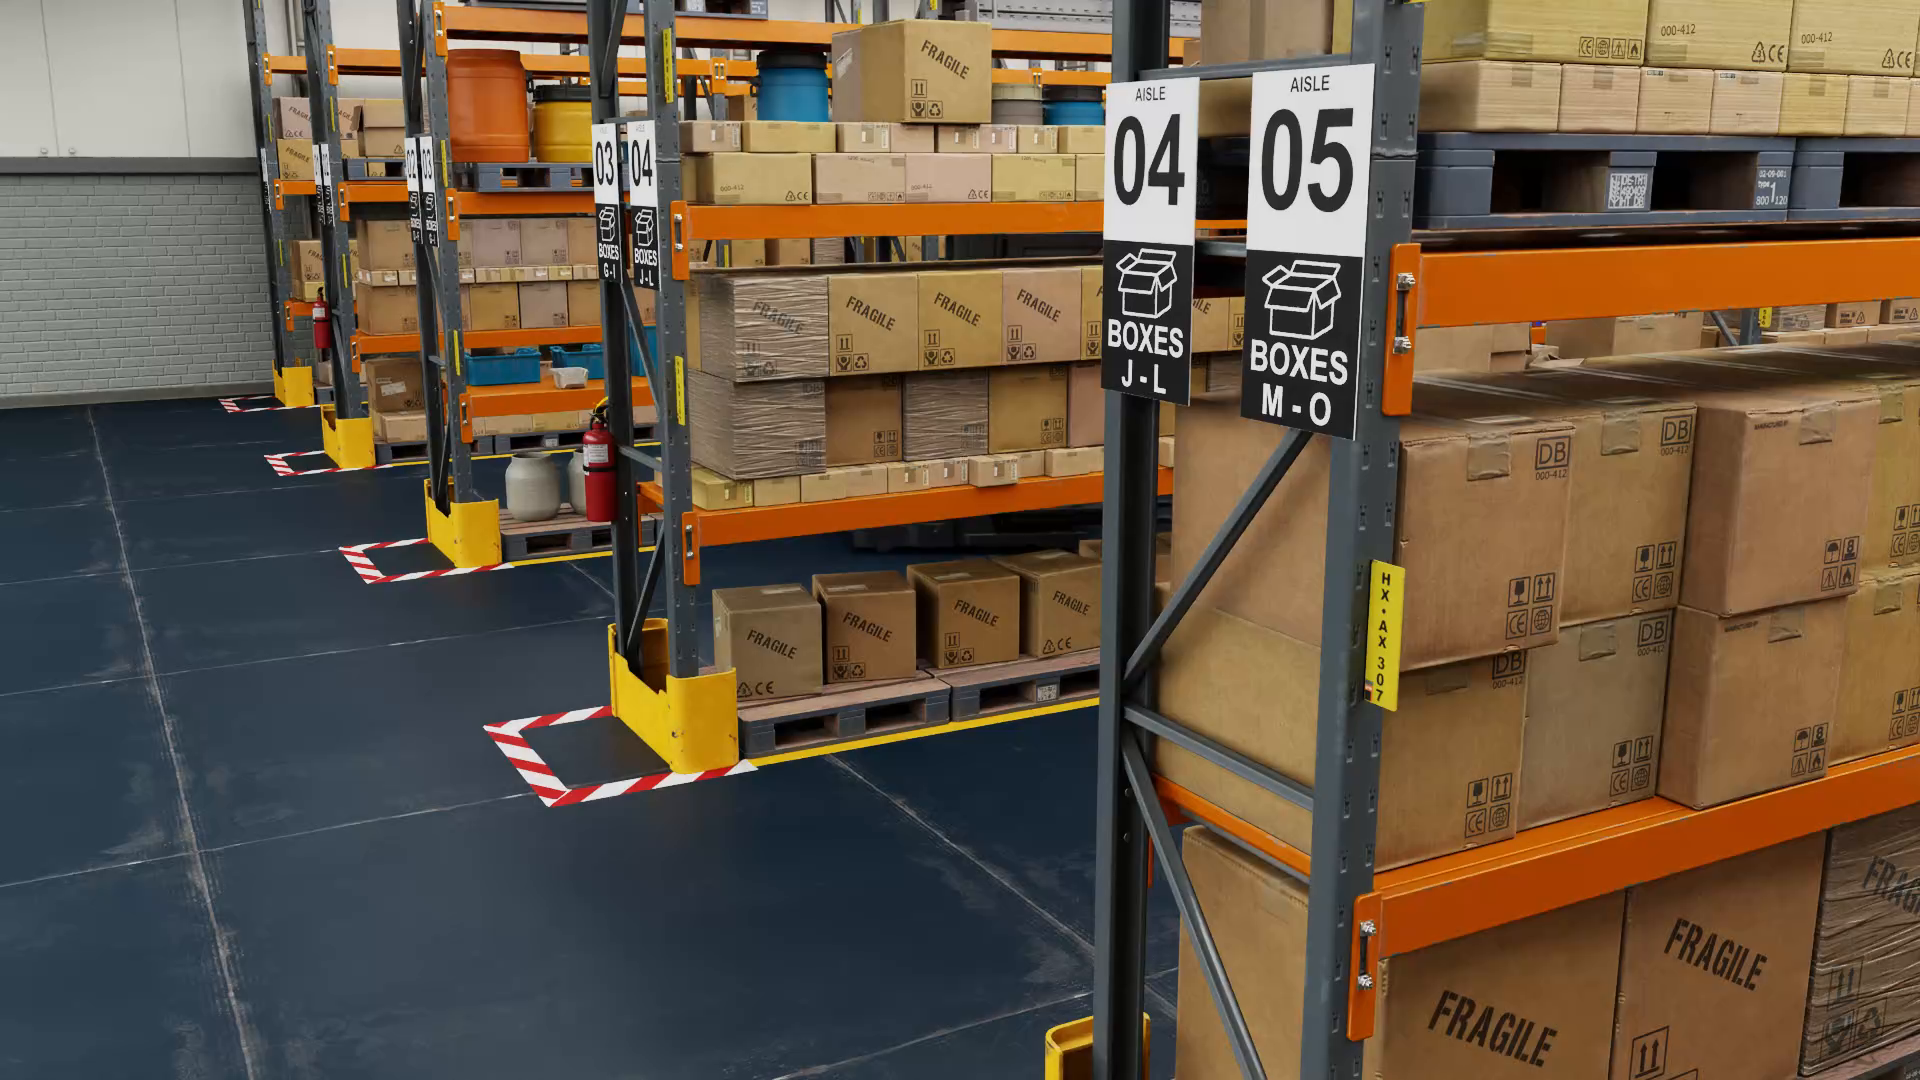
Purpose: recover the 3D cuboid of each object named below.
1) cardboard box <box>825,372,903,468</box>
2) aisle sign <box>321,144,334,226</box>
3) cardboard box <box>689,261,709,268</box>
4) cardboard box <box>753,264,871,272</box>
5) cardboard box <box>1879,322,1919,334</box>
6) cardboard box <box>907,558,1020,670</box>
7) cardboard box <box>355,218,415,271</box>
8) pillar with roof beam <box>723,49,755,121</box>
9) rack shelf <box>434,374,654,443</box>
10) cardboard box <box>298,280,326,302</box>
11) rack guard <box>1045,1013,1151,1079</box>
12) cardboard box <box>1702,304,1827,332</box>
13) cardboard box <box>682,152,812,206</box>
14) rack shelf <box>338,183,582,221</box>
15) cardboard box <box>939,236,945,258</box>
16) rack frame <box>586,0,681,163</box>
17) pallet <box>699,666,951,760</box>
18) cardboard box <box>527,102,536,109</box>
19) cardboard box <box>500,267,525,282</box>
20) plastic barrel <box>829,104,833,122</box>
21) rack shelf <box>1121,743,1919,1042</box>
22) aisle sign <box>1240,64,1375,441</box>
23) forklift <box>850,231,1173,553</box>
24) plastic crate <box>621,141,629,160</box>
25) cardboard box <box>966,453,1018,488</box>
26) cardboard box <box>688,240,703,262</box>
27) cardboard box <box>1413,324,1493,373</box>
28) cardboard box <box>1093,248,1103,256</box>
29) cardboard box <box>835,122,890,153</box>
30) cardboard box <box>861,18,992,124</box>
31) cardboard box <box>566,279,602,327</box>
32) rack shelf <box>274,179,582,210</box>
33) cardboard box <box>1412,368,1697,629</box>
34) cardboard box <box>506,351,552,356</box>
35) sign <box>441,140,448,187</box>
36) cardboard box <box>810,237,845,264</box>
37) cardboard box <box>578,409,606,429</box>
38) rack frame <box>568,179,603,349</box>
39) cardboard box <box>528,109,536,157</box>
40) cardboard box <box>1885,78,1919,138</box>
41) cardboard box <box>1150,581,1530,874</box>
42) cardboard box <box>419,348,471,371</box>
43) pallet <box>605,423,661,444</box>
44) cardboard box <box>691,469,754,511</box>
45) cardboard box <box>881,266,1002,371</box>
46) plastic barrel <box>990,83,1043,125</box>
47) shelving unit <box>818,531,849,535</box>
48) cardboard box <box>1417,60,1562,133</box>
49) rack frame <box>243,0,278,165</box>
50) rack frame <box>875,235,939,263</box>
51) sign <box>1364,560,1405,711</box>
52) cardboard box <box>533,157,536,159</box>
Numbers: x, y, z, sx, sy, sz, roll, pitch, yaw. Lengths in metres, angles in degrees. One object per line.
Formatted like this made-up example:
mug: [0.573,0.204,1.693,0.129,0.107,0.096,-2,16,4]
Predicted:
cardboard box: [-0.731,-0.724,9.088,0.500,0.500,0.875,-7,14,-28]
aisle sign: [-6.263,-3.513,16.467,0.004,0.787,0.394,-7,14,-28]
cardboard box: [-2.977,-3.027,18.523,0.250,0.149,0.380,-7,14,-28]
cardboard box: [-0.808,-1.242,9.115,0.500,0.500,0.500,-7,14,-28]
cardboard box: [7.310,-1.452,13.002,0.500,0.500,0.500,-7,14,-28]
cardboard box: [0.015,0.419,9.652,0.500,0.500,0.500,-5,14,-23]
cardboard box: [-5.889,-3.045,17.124,0.500,0.500,0.700,-7,14,-28]
pillar with roof beam: [-1.199,-6.234,20.814,0.400,9.000,9.100,-7,14,-28]
rack shelf: [-2.226,-1.215,13.816,4.000,0.370,1.077,-7,14,-28]
cardboard box: [-8.148,-3.192,21.257,0.500,0.250,0.500,-7,15,-29]
rack guard: [0.658,1.787,4.530,0.348,0.500,1.175,-7,14,-28]
cardboard box: [6.063,-1.855,12.508,0.637,0.503,0.797,-6,14,-26]
cardboard box: [-1.062,-1.793,8.252,0.500,0.250,0.500,-6,14,-26]
rack shelf: [-4.596,-3.634,17.730,4.000,0.370,1.077,-7,14,-28]
cardboard box: [-0.257,-4.418,25.456,0.500,0.500,0.500,-7,14,-28]
rack frame: [-1.608,-3.328,7.902,0.127,3.000,1.000,-7,14,-28]
pallet: [-0.812,0.872,9.252,1.213,0.211,1.003,-7,14,-28]
cardboard box: [-5.527,-5.591,22.237,0.500,0.500,0.500,-8,15,-33]
cardboard box: [-4.775,-2.812,17.566,0.250,0.149,0.380,-7,14,-29]
plastic barrel: [-0.943,-3.492,14.251,0.421,0.512,0.421,0,13,0]
rack shelf: [2.435,0.706,5.280,4.000,0.370,1.077,-7,14,-28]
aisle sign: [0.761,-0.638,3.691,0.004,0.787,0.394,-7,14,-28]
forklift: [0.622,-1.444,13.351,3.031,2.935,1.130,-1,13,-6]
plastic crate: [-2.452,-3.070,13.624,0.575,0.384,0.392,-7,14,-28]
cardboard box: [0.119,-0.402,9.136,0.250,0.149,0.380,-7,14,-28]
cardboard box: [-3.227,-3.366,18.549,0.500,0.500,0.700,-7,14,-28]
cardboard box: [2.667,-1.376,10.571,1.000,1.000,1.000,-7,14,-27]
cardboard box: [2.063,-3.554,21.383,0.500,0.500,0.700,-4,13,-17]
cardboard box: [-0.546,-2.044,8.463,0.250,0.149,0.380,-6,14,-26]
cardboard box: [-0.176,-2.407,8.596,0.500,0.500,0.500,-7,14,-28]
cardboard box: [-4.129,-2.624,18.209,0.500,0.500,0.700,-7,14,-27]
rack shelf: [-6.973,-4.588,21.971,4.000,0.370,1.077,-7,14,-28]
cardboard box: [1.462,-0.142,4.608,0.550,0.550,0.875,-7,14,-28]
cardboard box: [-4.713,-1.814,18.437,0.500,0.500,0.500,-7,14,-28]
sign: [-3.722,-2.717,11.999,0.005,0.325,0.100,-7,14,-28]
cardboard box: [-2.114,-4.319,24.738,0.500,0.500,0.700,-9,15,-34]
cardboard box: [-4.018,-1.398,18.296,0.500,0.250,0.500,-7,14,-28]
rack frame: [-5.218,-3.686,23.156,0.127,3.000,1.000,-7,14,-28]
cardboard box: [-4.347,-4.370,17.852,0.637,0.503,0.797,-5,14,-22]
cardboard box: [2.465,-1.163,4.503,0.250,0.149,0.380,-7,14,-27]
cardboard box: [0.983,0.444,4.462,0.550,0.550,0.875,-7,14,-28]
cardboard box: [-6.910,-2.443,22.325,0.500,0.500,0.700,-8,15,-31]
pallet: [-3.559,-1.296,18.886,1.213,0.211,1.003,-7,14,-28]
cardboard box: [-1.244,-0.263,8.518,0.250,0.149,0.380,-7,14,-28]
cardboard box: [-0.115,-1.193,8.894,0.500,0.500,0.500,-7,14,-28]
plastic barrel: [0.446,-3.649,15.017,0.600,0.901,0.600,0,13,0]
shelving unit: [-1.059,-0.582,13.803,0.252,1.050,0.215,-1,13,-5]
cardboard box: [1.134,-1.004,3.793,0.250,0.149,0.380,-7,14,-27]
rack frame: [-8.728,-6.192,20.627,0.127,3.000,1.000,-7,14,-28]
rack frame: [-0.471,-1.777,14.672,0.127,3.000,1.000,-7,14,-28]
sign: [0.940,0.212,3.685,0.005,0.325,0.100,-7,14,-28]
cardboard box: [-5.545,-5.107,22.364,0.500,0.500,0.500,-6,14,-26]
